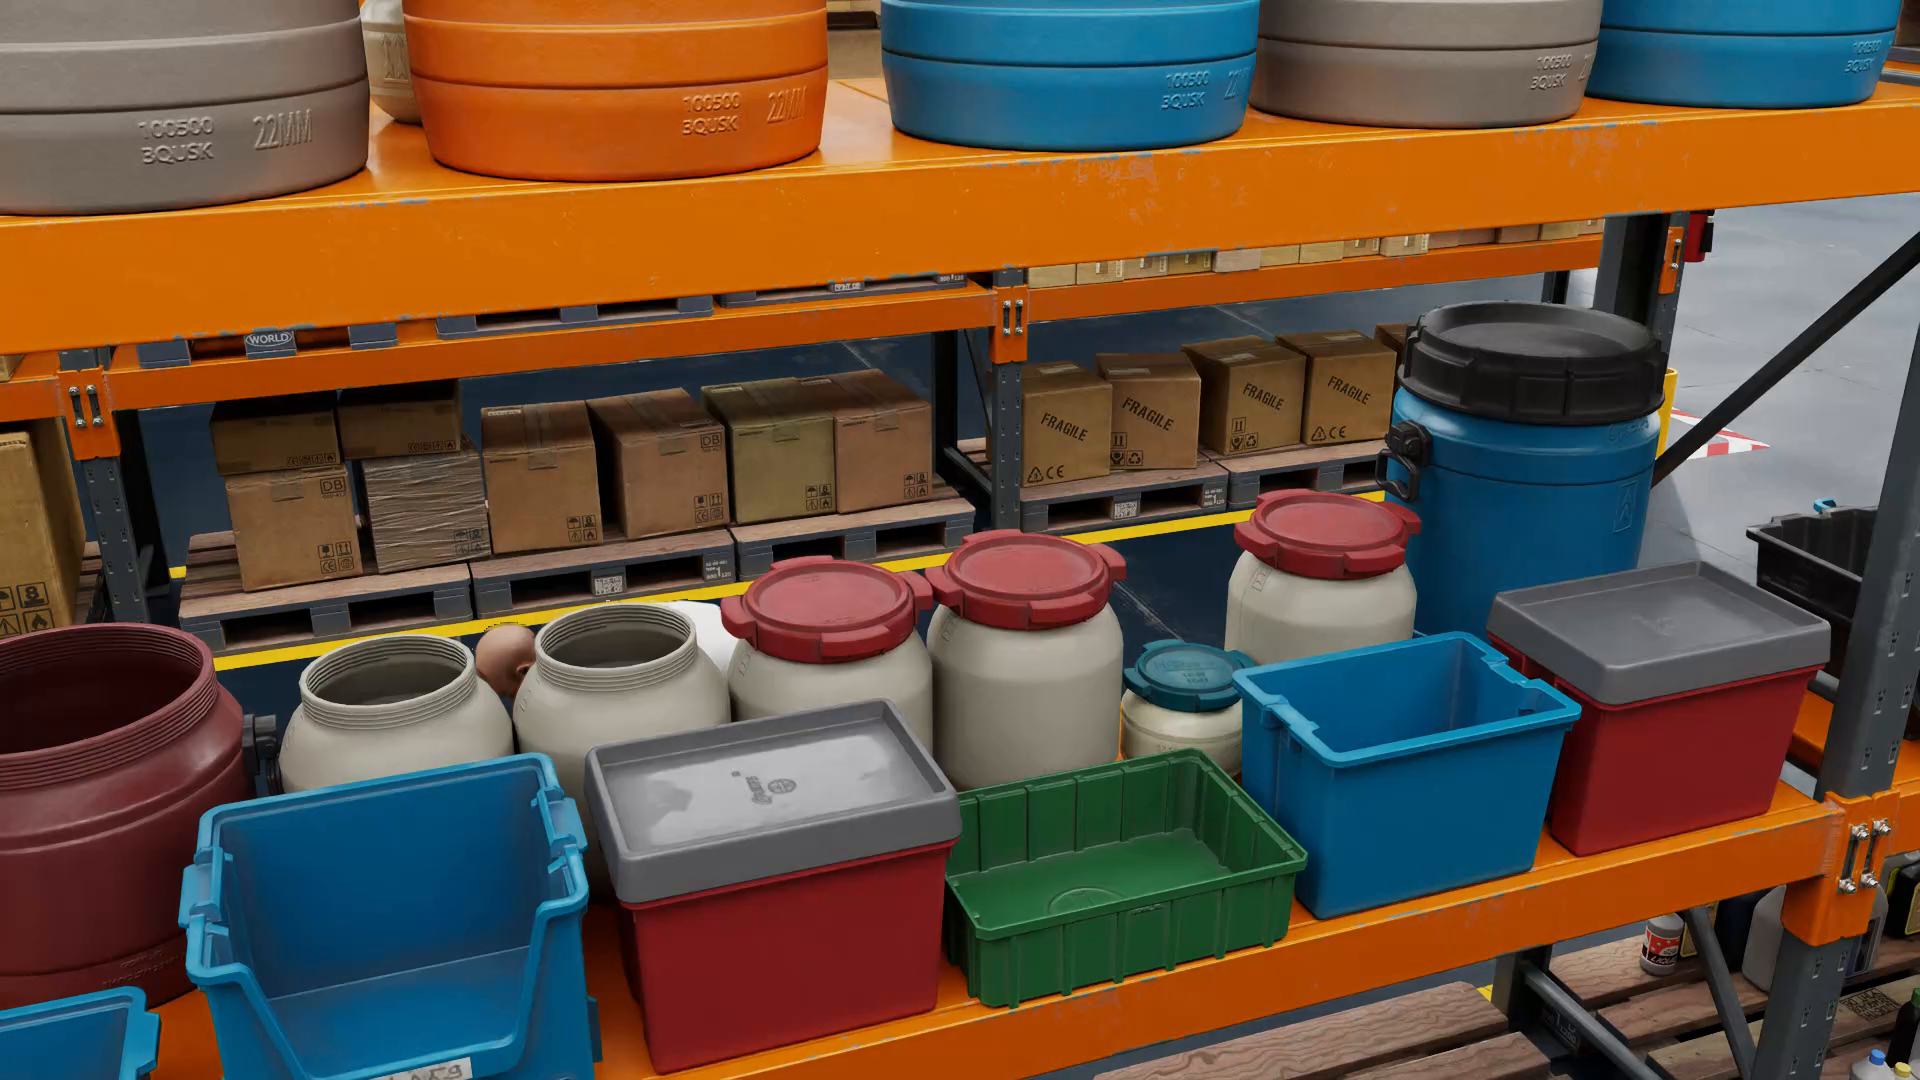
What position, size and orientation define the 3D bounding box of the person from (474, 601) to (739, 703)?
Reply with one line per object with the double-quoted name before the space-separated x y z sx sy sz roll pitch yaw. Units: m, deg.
"person" -0.975 0.728 5.142 0.934 1.162 0.583 -9 24 -22
